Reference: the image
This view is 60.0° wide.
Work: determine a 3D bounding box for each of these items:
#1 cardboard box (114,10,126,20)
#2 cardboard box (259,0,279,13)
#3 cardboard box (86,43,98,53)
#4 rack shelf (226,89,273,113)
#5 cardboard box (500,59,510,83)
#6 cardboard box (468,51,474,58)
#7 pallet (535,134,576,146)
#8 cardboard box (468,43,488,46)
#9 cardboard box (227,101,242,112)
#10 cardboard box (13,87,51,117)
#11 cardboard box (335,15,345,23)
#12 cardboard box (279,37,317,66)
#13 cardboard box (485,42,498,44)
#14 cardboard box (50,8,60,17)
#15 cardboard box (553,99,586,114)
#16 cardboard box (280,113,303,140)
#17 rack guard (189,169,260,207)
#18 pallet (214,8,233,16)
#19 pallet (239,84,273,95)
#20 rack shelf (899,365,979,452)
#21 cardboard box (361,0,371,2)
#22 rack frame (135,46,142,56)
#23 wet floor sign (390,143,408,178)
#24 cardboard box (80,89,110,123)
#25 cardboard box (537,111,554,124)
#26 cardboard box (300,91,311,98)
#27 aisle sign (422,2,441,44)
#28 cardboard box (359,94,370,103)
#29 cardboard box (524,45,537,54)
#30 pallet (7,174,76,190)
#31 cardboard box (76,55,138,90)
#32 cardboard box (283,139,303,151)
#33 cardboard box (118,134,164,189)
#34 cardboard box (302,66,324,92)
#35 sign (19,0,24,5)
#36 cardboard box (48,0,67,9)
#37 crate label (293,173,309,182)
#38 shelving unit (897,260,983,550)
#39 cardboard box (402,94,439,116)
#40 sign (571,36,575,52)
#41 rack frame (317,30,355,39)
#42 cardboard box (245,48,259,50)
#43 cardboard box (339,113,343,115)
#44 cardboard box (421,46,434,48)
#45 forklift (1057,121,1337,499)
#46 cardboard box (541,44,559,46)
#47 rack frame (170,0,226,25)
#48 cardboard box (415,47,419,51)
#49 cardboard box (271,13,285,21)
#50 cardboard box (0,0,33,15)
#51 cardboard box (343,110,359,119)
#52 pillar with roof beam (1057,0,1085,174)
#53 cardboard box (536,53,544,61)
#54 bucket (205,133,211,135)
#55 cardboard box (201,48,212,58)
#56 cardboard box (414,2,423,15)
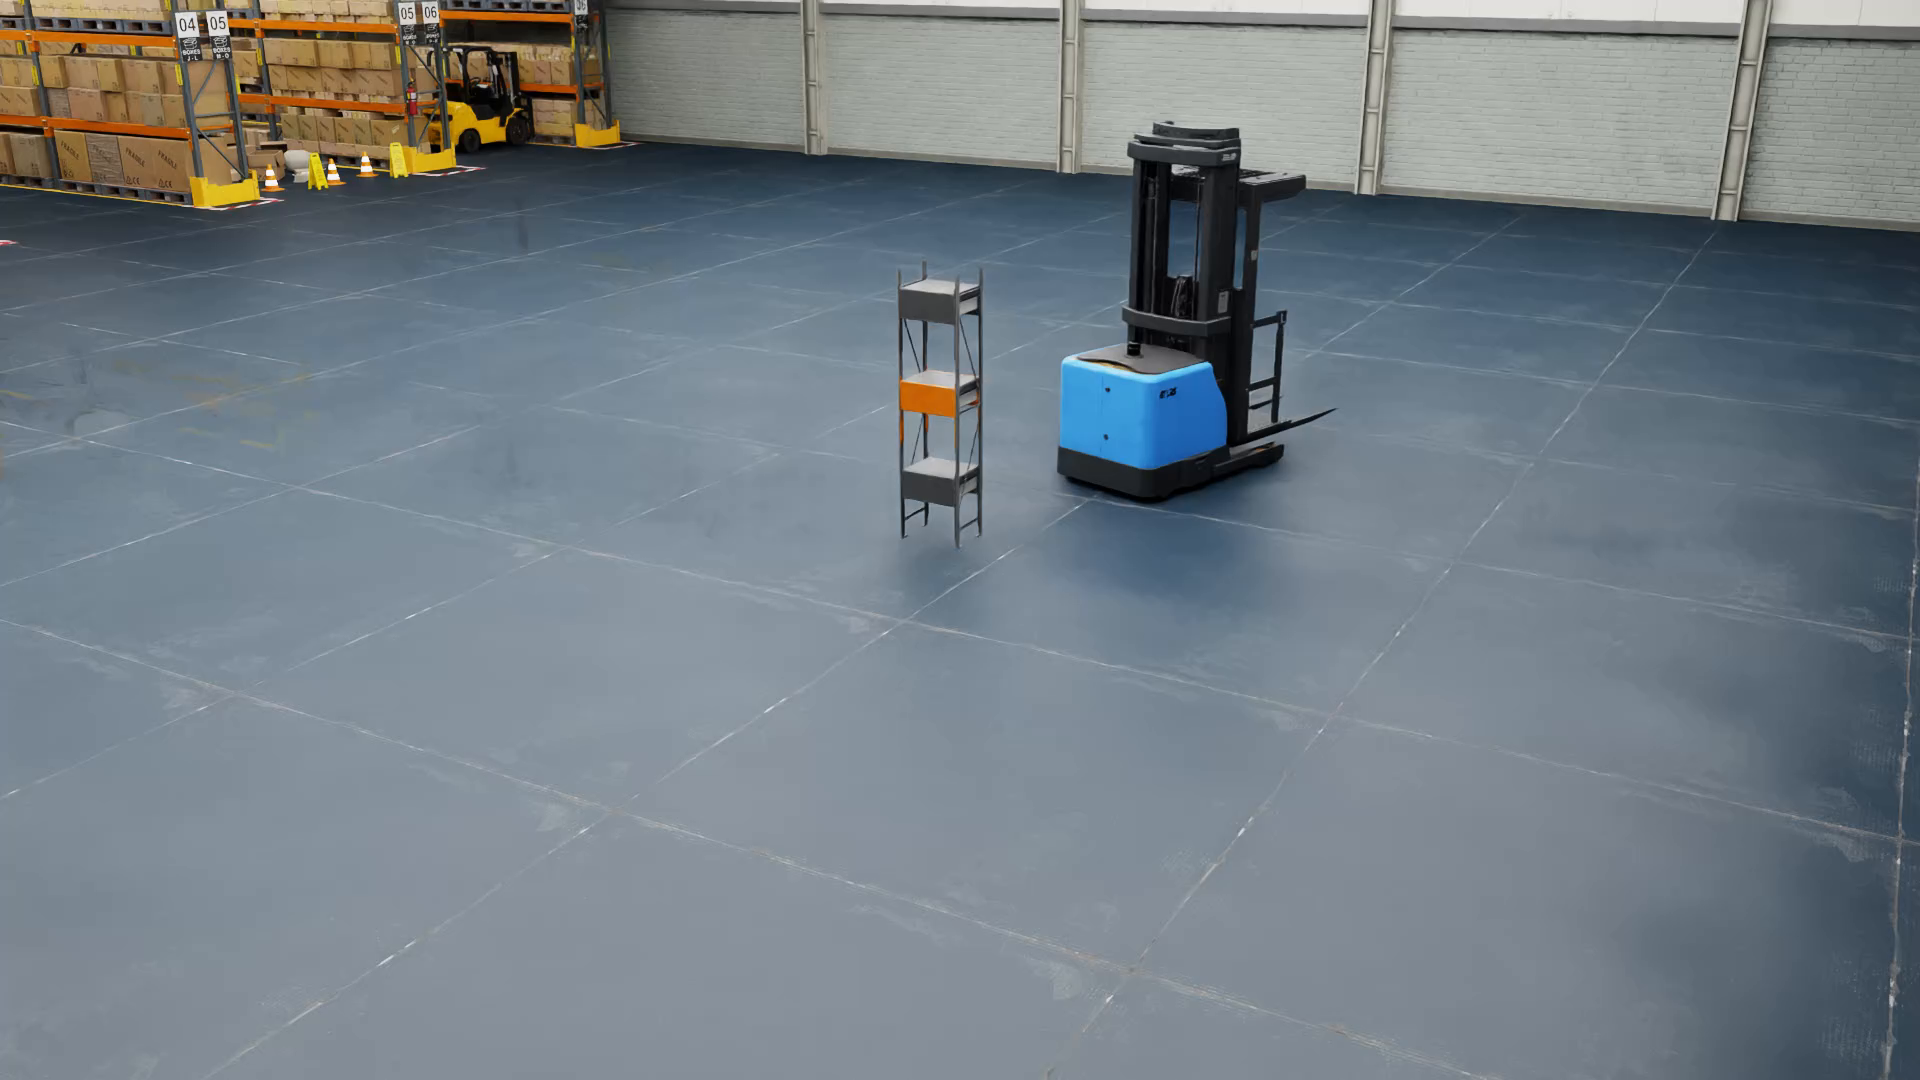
[{"bbox_3d":[-14.237,-9.006,28.500,0.250,0.149,0.380,10,22,27],"label":"cardboard box"},{"bbox_3d":[-13.808,-10.826,33.696,0.500,0.250,0.500,10,22,26],"label":"cardboard box"},{"bbox_3d":[-19.012,-10.859,36.789,0.500,0.500,0.500,11,23,27],"label":"cardboard box"},{"bbox_3d":[-15.804,-9.496,35.699,4.000,0.370,1.077,11,23,27],"label":"rack shelf"},{"bbox_3d":[-10.047,-10.620,37.595,0.500,0.500,0.500,11,23,28],"label":"cardboard box"},{"bbox_3d":[-11.023,-11.123,38.031,0.250,0.149,0.380,11,23,27],"label":"cardboard box"},{"bbox_3d":[-8.837,-9.118,37.692,1.213,0.211,1.003,11,23,27],"label":"pallet"},{"bbox_3d":[-11.008,-11.274,38.011,0.250,0.149,0.380,10,22,26],"label":"cardboard box"},{"bbox_3d":[-18.313,-11.185,42.350,0.500,0.500,0.500,12,23,30],"label":"cardboard box"},{"bbox_3d":[-16.970,-8.065,30.553,0.500,0.500,0.500,11,22,27],"label":"cardboard box"},{"bbox_3d":[-12.119,-10.325,32.901,0.250,0.149,0.380,10,22,26],"label":"cardboard box"},{"bbox_3d":[-13.345,-9.929,33.789,0.500,0.500,0.700,11,23,28],"label":"cardboard box"},{"bbox_3d":[-10.778,-11.414,38.398,0.250,0.149,0.380,11,22,27],"label":"cardboard box"},{"bbox_3d":[-15.788,-9.301,29.314,0.250,0.149,0.380,11,23,27],"label":"cardboard box"},{"bbox_3d":[-8.703,-9.673,37.083,0.500,0.250,0.500,12,23,29],"label":"cardboard box"},{"bbox_3d":[-13.675,-8.580,34.436,0.500,0.500,0.500,12,23,30],"label":"cardboard box"},{"bbox_3d":[-12.871,-6.167,29.132,0.348,0.500,1.175,11,23,27],"label":"rack guard"},{"bbox_3d":[-15.452,-11.129,35.023,1.003,0.211,1.213,11,23,27],"label":"pallet"},{"bbox_3d":[-14.655,-9.581,35.162,1.213,0.211,1.003,11,23,27],"label":"pallet"},{"bbox_3d":[-0.145,-1.002,12.588,0.480,0.518,0.431,11,23,27],"label":"rack shelf"},{"bbox_3d":[-11.444,-10.563,32.385,0.250,0.149,0.380,11,22,27],"label":"cardboard box"},{"bbox_3d":[-17.551,-10.166,36.493,0.127,3.000,1.000,11,23,27],"label":"rack frame"},{"bbox_3d":[-10.922,-7.379,32.262,0.267,0.644,0.232,-16,26,-38],"label":"wet floor sign"},{"bbox_3d":[-15.151,-7.814,29.788,0.550,0.550,0.875,11,23,27],"label":"cardboard box"},{"bbox_3d":[-9.159,-9.529,37.418,0.500,0.250,0.500,11,22,27],"label":"cardboard box"},{"bbox_3d":[-13.248,-9.122,33.982,0.250,0.149,0.380,12,23,29],"label":"cardboard box"},{"bbox_3d":[-10.361,-10.140,32.608,0.004,0.787,0.394,11,23,27],"label":"aisle sign"},{"bbox_3d":[-11.725,-8.808,33.117,0.250,0.149,0.380,11,23,28],"label":"cardboard box"},{"bbox_3d":[-9.499,-10.944,37.102,0.250,0.149,0.380,11,23,29],"label":"cardboard box"},{"bbox_3d":[-17.095,-6.806,31.318,1.213,0.211,1.003,11,23,27],"label":"pallet"},{"bbox_3d":[-15.138,-8.330,29.626,0.550,0.550,0.875,11,23,27],"label":"cardboard box"},{"bbox_3d":[-13.675,-8.228,34.564,0.500,0.250,0.500,10,22,25],"label":"cardboard box"},{"bbox_3d":[-14.286,-6.783,29.666,0.875,0.875,0.875,10,22,26],"label":"cardboard box"},{"bbox_3d":[-12.929,-9.368,33.709,0.500,0.500,0.500,11,22,27],"label":"cardboard box"},{"bbox_3d":[-16.640,-9.649,29.447,0.005,0.325,0.100,11,23,27],"label":"sign"},{"bbox_3d":[-15.653,-9.487,29.241,0.500,0.250,0.500,11,22,27],"label":"cardboard box"},{"bbox_3d":[-12.532,-6.903,31.695,0.298,0.136,0.250,0,20,-1],"label":"crate label"},{"bbox_3d":[-0.145,-1.015,12.583,0.503,2.100,0.431,11,23,27],"label":"shelving unit"},{"bbox_3d":[-12.776,-10.275,39.660,0.625,0.625,0.875,11,22,27],"label":"cardboard box"},{"bbox_3d":[-8.426,-10.811,36.224,0.005,0.325,0.100,11,23,27],"label":"sign"},{"bbox_3d":[-15.133,-11.645,40.568,0.127,3.000,1.000,11,23,27],"label":"rack frame"},{"bbox_3d":[-14.765,-10.132,35.199,0.500,0.500,0.500,11,23,27],"label":"cardboard box"},{"bbox_3d":[-12.520,-8.572,34.413,0.500,0.500,0.500,12,23,30],"label":"cardboard box"},{"bbox_3d":[-12.503,-11.592,39.325,0.250,0.149,0.380,11,22,27],"label":"cardboard box"},{"bbox_3d":[2.237,-2.133,14.447,3.031,2.935,1.130,-19,27,-41],"label":"forklift"},{"bbox_3d":[-9.238,-11.101,37.535,0.250,0.149,0.380,12,23,29],"label":"cardboard box"},{"bbox_3d":[-12.892,-10.166,27.694,0.127,3.000,1.000,11,23,27],"label":"rack frame"},{"bbox_3d":[-12.764,-11.420,38.852,0.250,0.149,0.380,10,22,26],"label":"cardboard box"},{"bbox_3d":[-13.706,-10.607,33.678,0.250,0.149,0.380,11,23,27],"label":"cardboard box"},{"bbox_3d":[-17.079,-9.665,30.168,0.500,0.250,0.500,11,23,28],"label":"cardboard box"},{"bbox_3d":[-12.193,-8.582,33.491,0.250,0.149,0.380,12,23,30],"label":"cardboard box"},{"bbox_3d":[0.060,-10.241,27.902,0.400,9.000,9.100,11,23,27],"label":"pillar with roof beam"},{"bbox_3d":[-9.233,-10.780,37.087,0.250,0.149,0.380,11,22,27],"label":"cardboard box"},{"bbox_3d":[-15.141,-7.850,32.679,0.726,0.611,0.620,-16,16,-38],"label":"bucket"},{"bbox_3d":[-15.912,-10.151,35.251,0.500,0.500,0.500,10,22,25],"label":"cardboard box"},{"bbox_3d":[-10.875,-10.478,32.738,0.500,0.250,0.500,10,22,26],"label":"cardboard box"}]
